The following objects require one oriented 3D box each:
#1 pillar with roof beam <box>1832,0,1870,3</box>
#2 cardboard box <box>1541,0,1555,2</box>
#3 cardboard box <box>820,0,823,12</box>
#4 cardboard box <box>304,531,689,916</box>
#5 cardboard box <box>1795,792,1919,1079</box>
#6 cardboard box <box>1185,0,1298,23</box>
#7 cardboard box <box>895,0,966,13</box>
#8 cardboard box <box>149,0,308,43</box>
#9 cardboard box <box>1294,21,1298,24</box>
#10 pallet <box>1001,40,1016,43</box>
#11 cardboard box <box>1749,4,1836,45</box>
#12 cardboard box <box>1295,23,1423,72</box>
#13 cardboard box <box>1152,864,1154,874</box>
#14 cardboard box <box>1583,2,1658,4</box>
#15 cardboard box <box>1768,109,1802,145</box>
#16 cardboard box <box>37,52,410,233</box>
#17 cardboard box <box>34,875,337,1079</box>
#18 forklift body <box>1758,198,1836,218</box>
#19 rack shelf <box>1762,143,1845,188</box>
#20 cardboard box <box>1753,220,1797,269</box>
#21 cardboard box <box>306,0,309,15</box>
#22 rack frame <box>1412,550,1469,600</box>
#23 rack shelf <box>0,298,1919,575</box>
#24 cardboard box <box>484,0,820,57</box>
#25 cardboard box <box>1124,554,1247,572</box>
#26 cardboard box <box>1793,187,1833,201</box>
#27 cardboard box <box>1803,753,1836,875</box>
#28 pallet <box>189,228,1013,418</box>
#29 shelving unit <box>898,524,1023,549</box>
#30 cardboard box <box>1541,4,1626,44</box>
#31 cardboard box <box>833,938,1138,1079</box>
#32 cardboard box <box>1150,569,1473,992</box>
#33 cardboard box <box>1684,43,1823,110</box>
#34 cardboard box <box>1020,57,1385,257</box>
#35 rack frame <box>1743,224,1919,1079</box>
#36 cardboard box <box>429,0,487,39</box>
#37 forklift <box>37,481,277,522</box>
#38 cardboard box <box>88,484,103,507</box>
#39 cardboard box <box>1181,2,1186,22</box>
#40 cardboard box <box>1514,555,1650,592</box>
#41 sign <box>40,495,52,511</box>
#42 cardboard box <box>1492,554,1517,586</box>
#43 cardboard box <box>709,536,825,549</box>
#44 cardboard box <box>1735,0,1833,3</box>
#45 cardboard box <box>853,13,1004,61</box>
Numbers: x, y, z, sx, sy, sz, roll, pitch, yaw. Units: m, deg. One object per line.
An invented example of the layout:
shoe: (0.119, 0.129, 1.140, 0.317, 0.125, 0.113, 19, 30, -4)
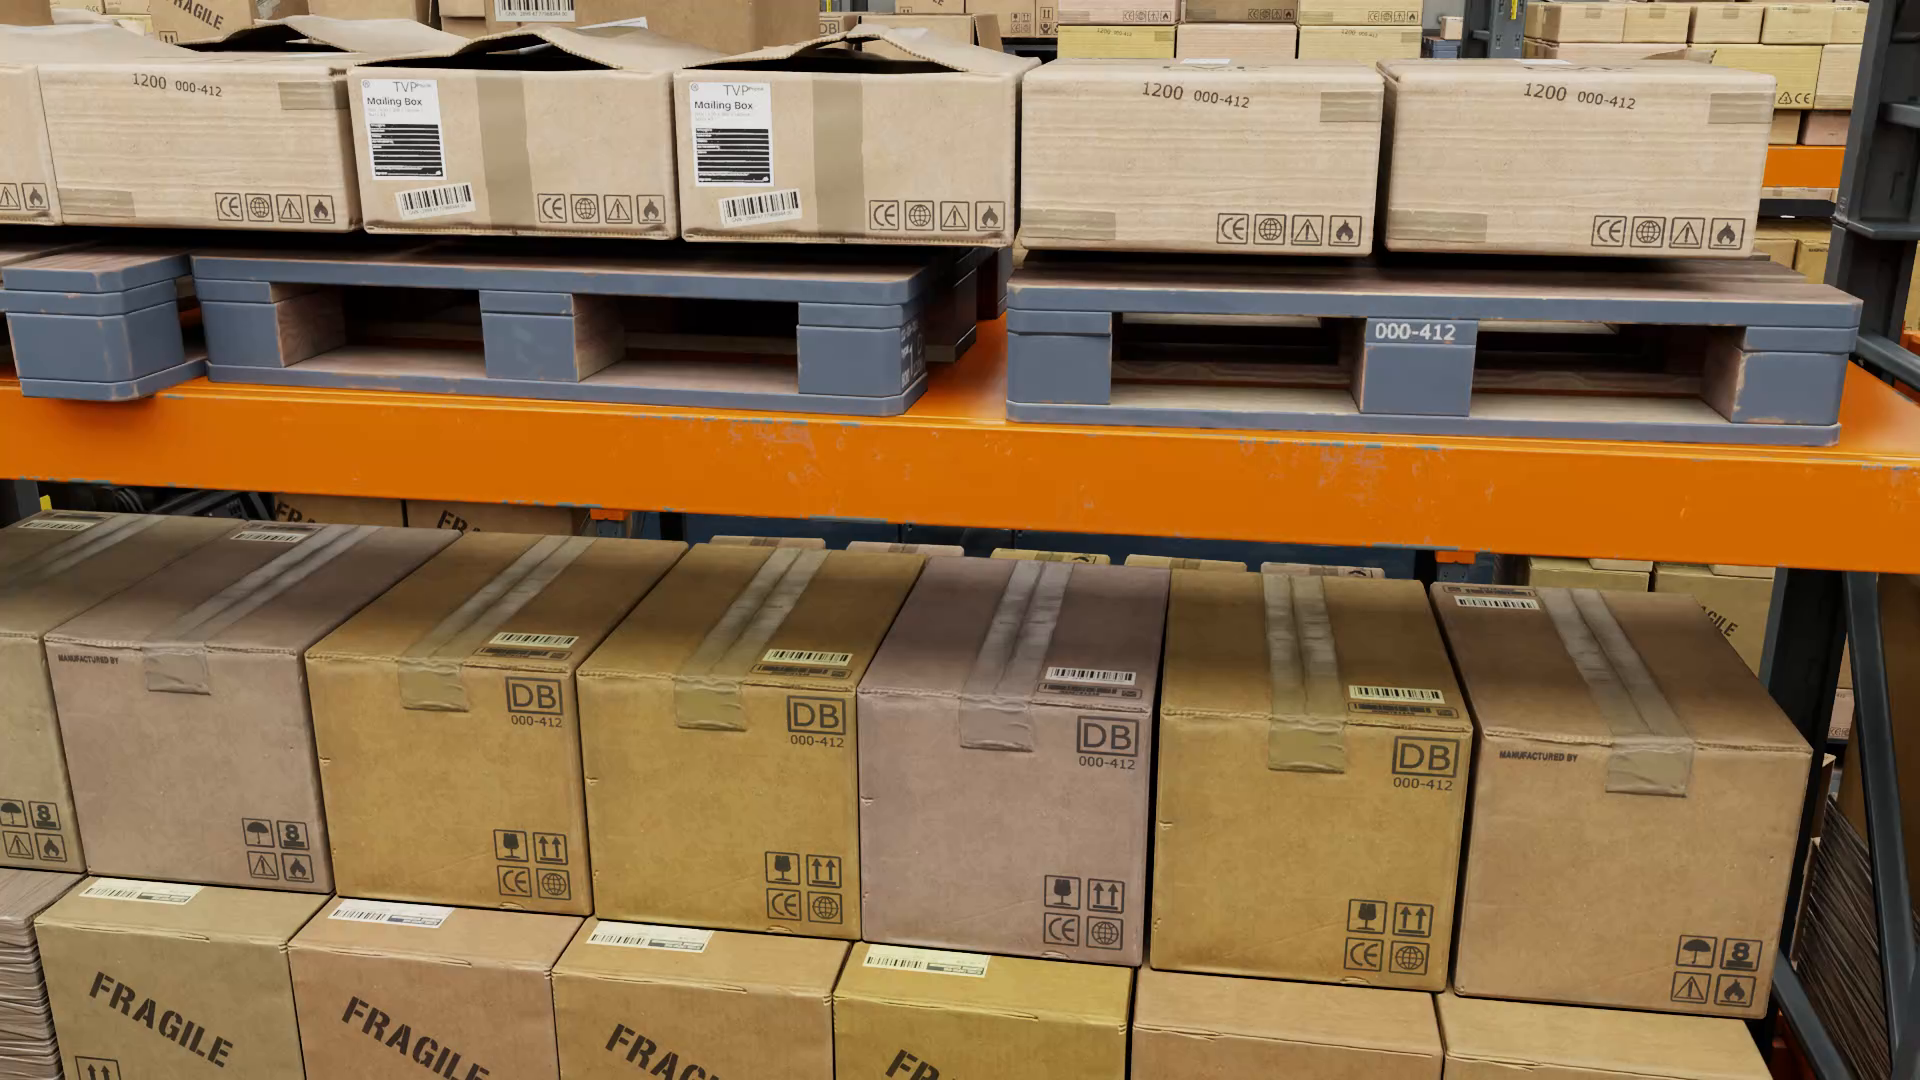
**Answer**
pillar with roof beam: (5.817, -3.740, 7.798, 0.400, 9.000, 9.100, 3, 19, 9)
cardboard box: (3.878, -3.636, 11.536, 0.500, 0.311, 0.500, 3, 19, 10)
cardboard box: (-1.174, -4.115, 12.787, 0.250, 0.149, 0.380, 2, 19, 7)
cardboard box: (-0.875, 0.337, 3.336, 0.500, 0.500, 0.700, 3, 19, 8)
cardboard box: (1.992, 0.927, 3.068, 0.550, 0.550, 0.875, 3, 19, 9)
cardboard box: (1.304, -2.537, 7.716, 0.500, 0.250, 0.500, 3, 19, 7)
cardboard box: (-0.178, -3.932, 12.124, 0.500, 0.500, 0.500, 3, 19, 9)
cardboard box: (-3.424, -2.440, 7.823, 0.500, 0.500, 0.500, 3, 19, 9)
cardboard box: (1.798, -2.278, 7.730, 0.500, 0.250, 0.500, 2, 19, 7)
pallet: (-0.170, -3.656, 12.571, 1.003, 0.211, 1.213, 4, 19, 11)
cardboard box: (3.346, -2.094, 6.746, 0.250, 0.149, 0.380, 3, 19, 8)
cardboard box: (1.712, -2.107, 7.219, 0.500, 0.250, 0.500, 3, 19, 8)
cardboard box: (0.651, 0.800, 3.526, 0.500, 0.500, 0.500, 3, 19, 9)
cardboard box: (2.928, -2.317, 7.413, 0.250, 0.149, 0.380, 2, 19, 7)
cardboard box: (3.333, -1.749, 6.973, 0.250, 0.149, 0.380, 3, 19, 10)
cardboard box: (-1.149, -0.685, 2.813, 0.500, 0.250, 0.500, 3, 19, 10)
cardboard box: (-1.421, 0.867, 3.327, 0.500, 0.500, 0.500, 3, 19, 8)
forklift body: (4.883, -1.047, 10.544, 1.214, 2.155, 2.313, 3, 19, 9)
rack shelf: (4.286, -1.553, 7.123, 4.000, 0.370, 1.077, 3, 19, 9)
cardboard box: (3.212, -1.112, 7.198, 0.500, 0.500, 0.700, 3, 19, 9)
cardboard box: (-5.340, -4.210, 12.909, 0.500, 0.250, 0.500, 3, 19, 9)
rack frame: (2.311, -0.572, 7.786, 0.127, 3.000, 1.000, 3, 19, 9)
rack shelf: (-0.349, -0.198, 3.075, 4.000, 0.370, 1.077, 3, 19, 9)
cardboard box: (-0.563, -0.934, 3.164, 0.500, 0.500, 0.500, 3, 19, 9)
cardboard box: (1.083, 0.414, 8.318, 0.625, 0.372, 0.950, 4, 19, 12)
cardboard box: (5.912, -2.417, 11.652, 0.250, 0.149, 0.380, 3, 19, 9)
cardboard box: (3.153, 1.092, 6.747, 0.500, 0.500, 0.500, -15, 24, -38)
pallet: (-0.575, -0.479, 3.079, 1.213, 0.211, 1.003, 4, 19, 11)
shelving unit: (0.007, -0.711, 10.564, 0.755, 1.500, 0.431, 3, 19, 9)
cardboard box: (2.571, -2.136, 6.870, 0.250, 0.149, 0.380, 3, 19, 8)
cardboard box: (0.070, 0.943, 3.100, 0.500, 0.500, 0.500, 3, 19, 9)
cardboard box: (0.627, 0.414, 3.106, 0.500, 0.500, 0.700, 3, 19, 8)
cardboard box: (3.213, -1.934, 6.895, 0.500, 0.250, 0.500, 3, 19, 8)
cardboard box: (0.372, -0.607, 2.581, 0.500, 0.250, 0.500, 3, 19, 8)
rack frame: (1.626, 0.984, 3.136, 0.127, 3.000, 1.000, 3, 19, 9)
cardboard box: (-2.034, -2.416, 7.744, 0.637, 0.503, 0.797, 2, 19, 5)
forklift: (-2.624, 0.044, 6.051, 3.031, 2.935, 1.130, 4, 19, 11)
cardboard box: (-4.069, -0.117, 9.113, 0.875, 0.875, 0.875, 3, 19, 10)
cardboard box: (1.584, -3.753, 11.886, 0.500, 0.311, 0.500, 2, 19, 7)
cardboard box: (2.851, 0.291, 7.695, 0.500, 0.500, 0.500, 4, 19, 11)
sign: (-2.239, 0.059, 4.074, 0.005, 0.325, 0.100, 3, 19, 9)
cardboard box: (2.938, 0.123, 8.199, 0.500, 0.500, 0.500, 3, 19, 8)
cardboard box: (-1.082, 0.305, 8.643, 0.625, 0.372, 0.950, 2, 19, 5)
cardboard box: (5.573, -3.671, 11.344, 0.500, 0.500, 0.700, 3, 19, 9)
cardboard box: (-0.128, -2.177, 7.692, 0.637, 0.503, 0.797, 3, 19, 9)
